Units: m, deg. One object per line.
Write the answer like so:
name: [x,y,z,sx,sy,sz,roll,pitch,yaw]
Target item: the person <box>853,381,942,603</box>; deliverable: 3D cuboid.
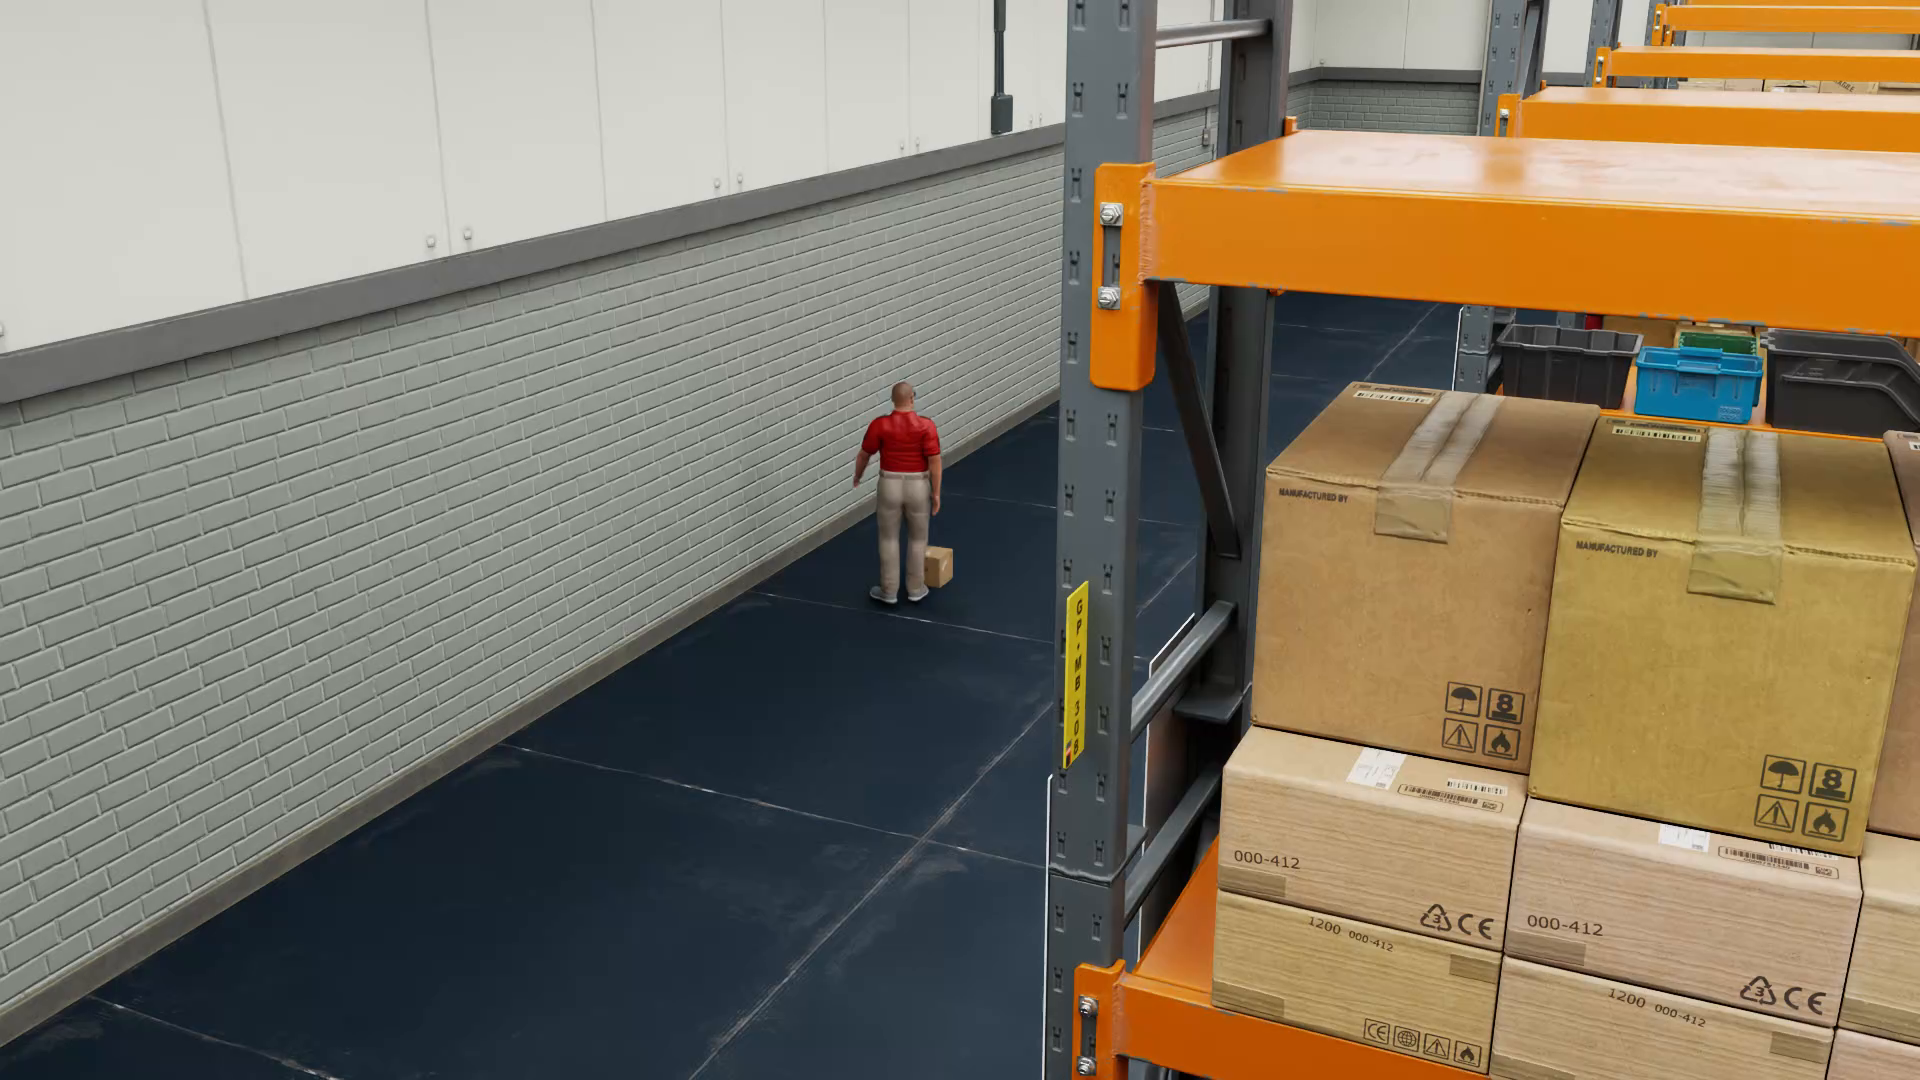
person: [-0.479,-0.376,12.626,0.701,1.738,0.467,1,19,2]
